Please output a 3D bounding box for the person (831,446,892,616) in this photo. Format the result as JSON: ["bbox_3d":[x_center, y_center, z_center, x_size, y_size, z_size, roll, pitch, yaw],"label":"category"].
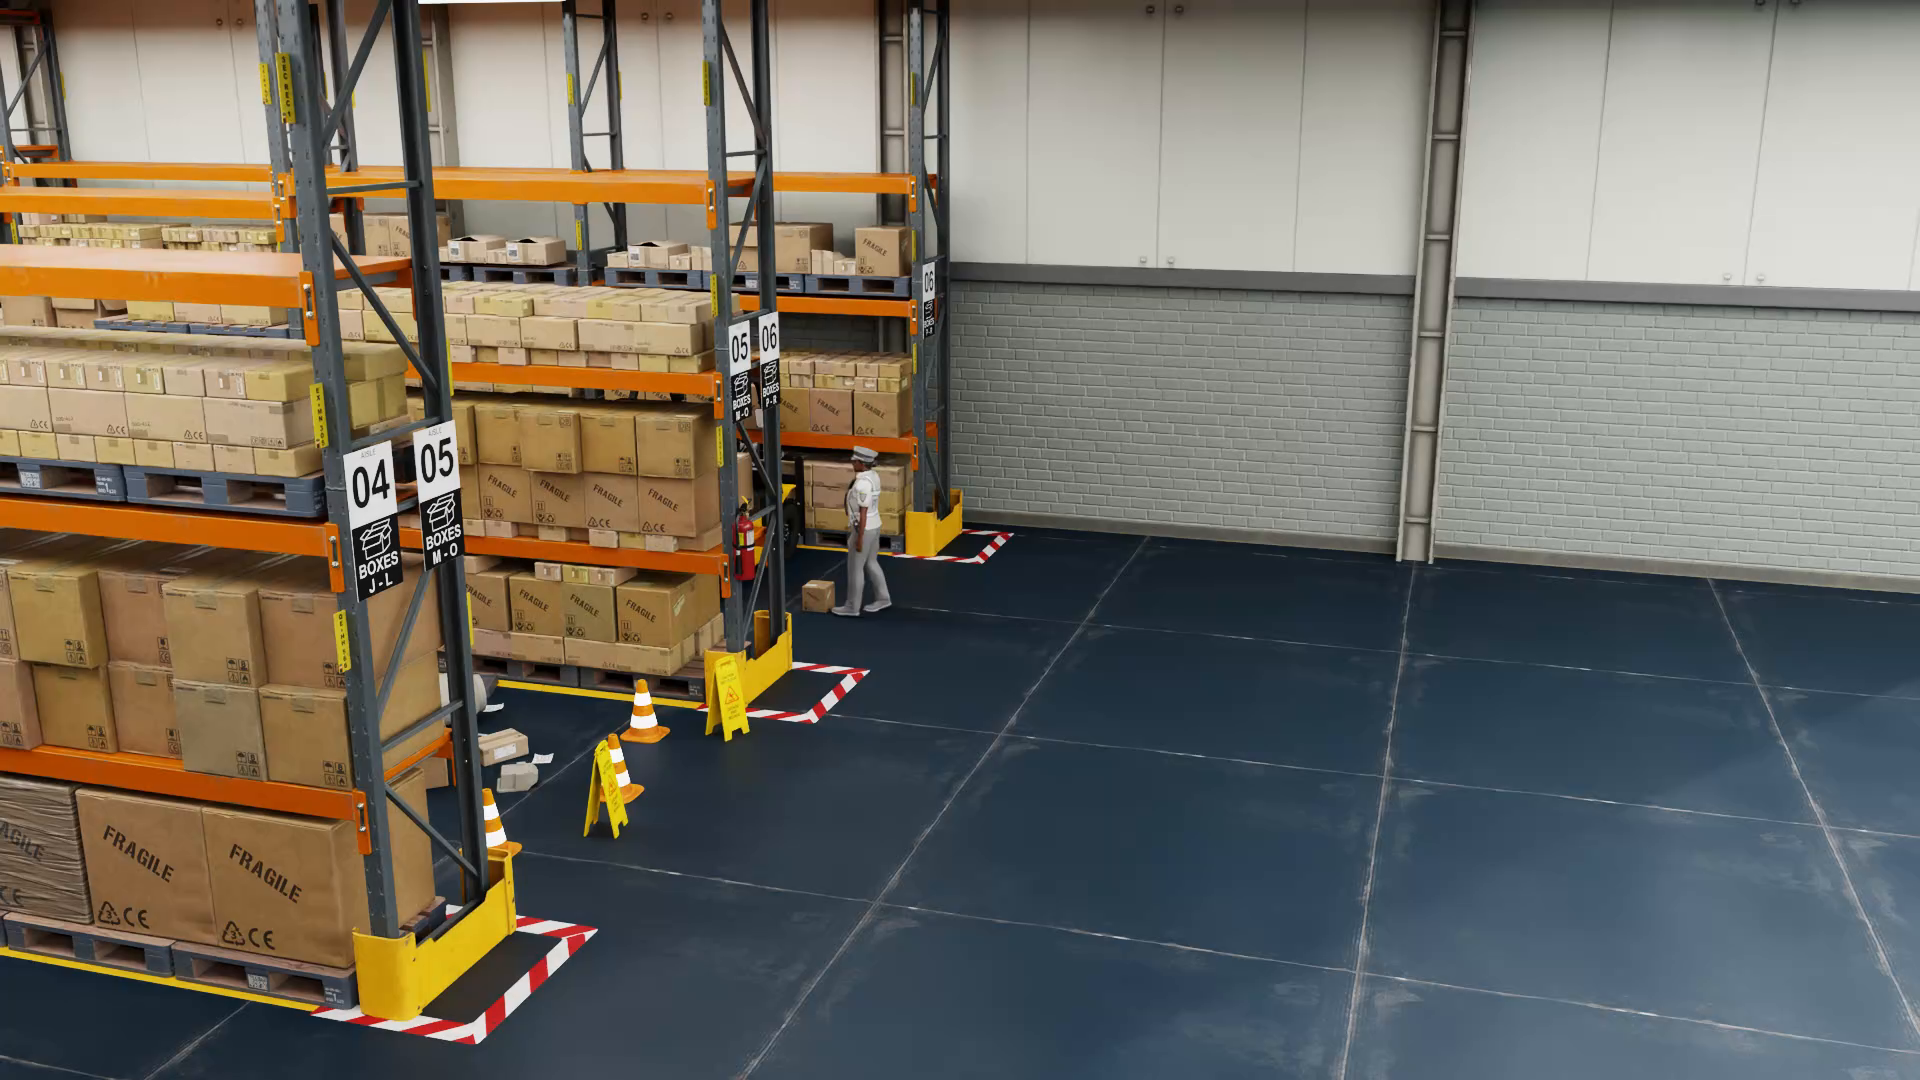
[{"bbox_3d":[-0.983,-0.089,16.252,0.545,1.691,0.466,3,15,10],"label":"person"}]
